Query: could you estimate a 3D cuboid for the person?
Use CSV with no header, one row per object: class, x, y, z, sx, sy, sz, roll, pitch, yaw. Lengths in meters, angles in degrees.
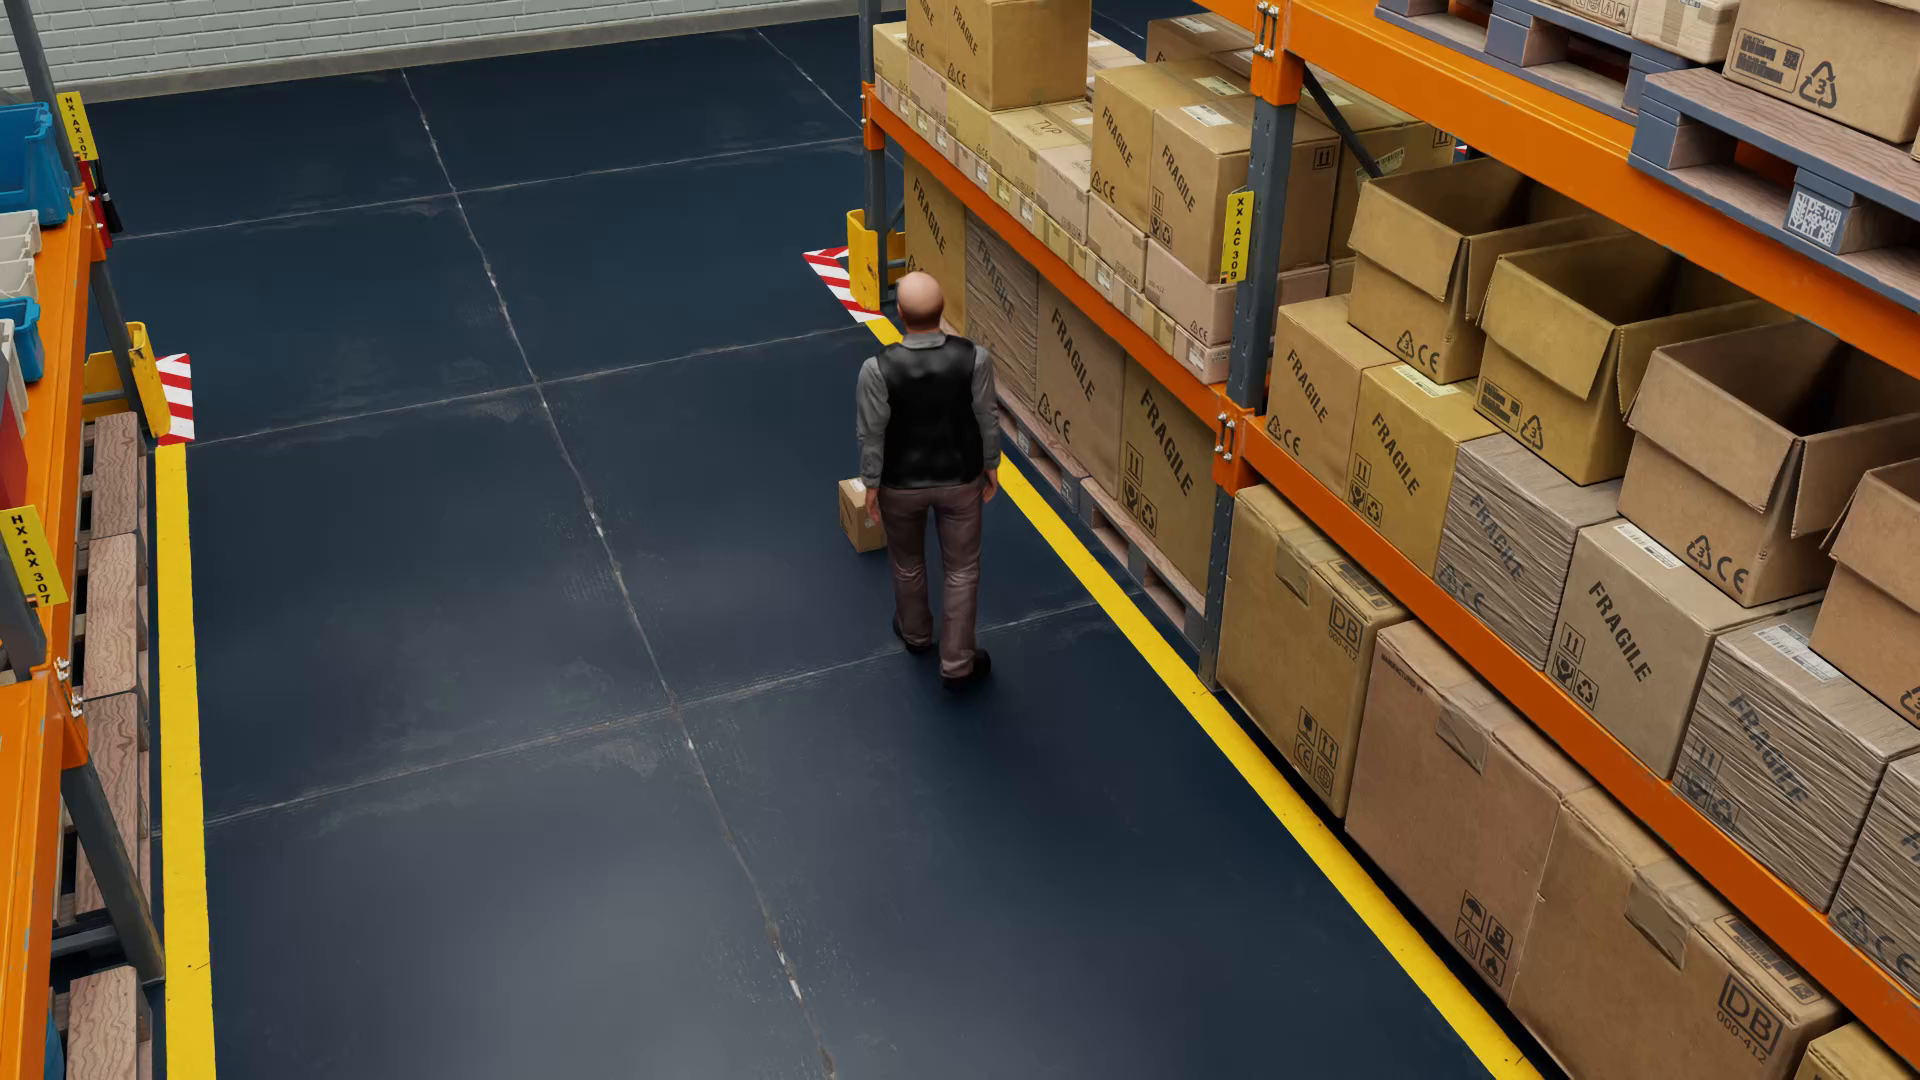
person,-0.117,-0.223,6.497,0.566,1.723,0.645,-3,33,-4
